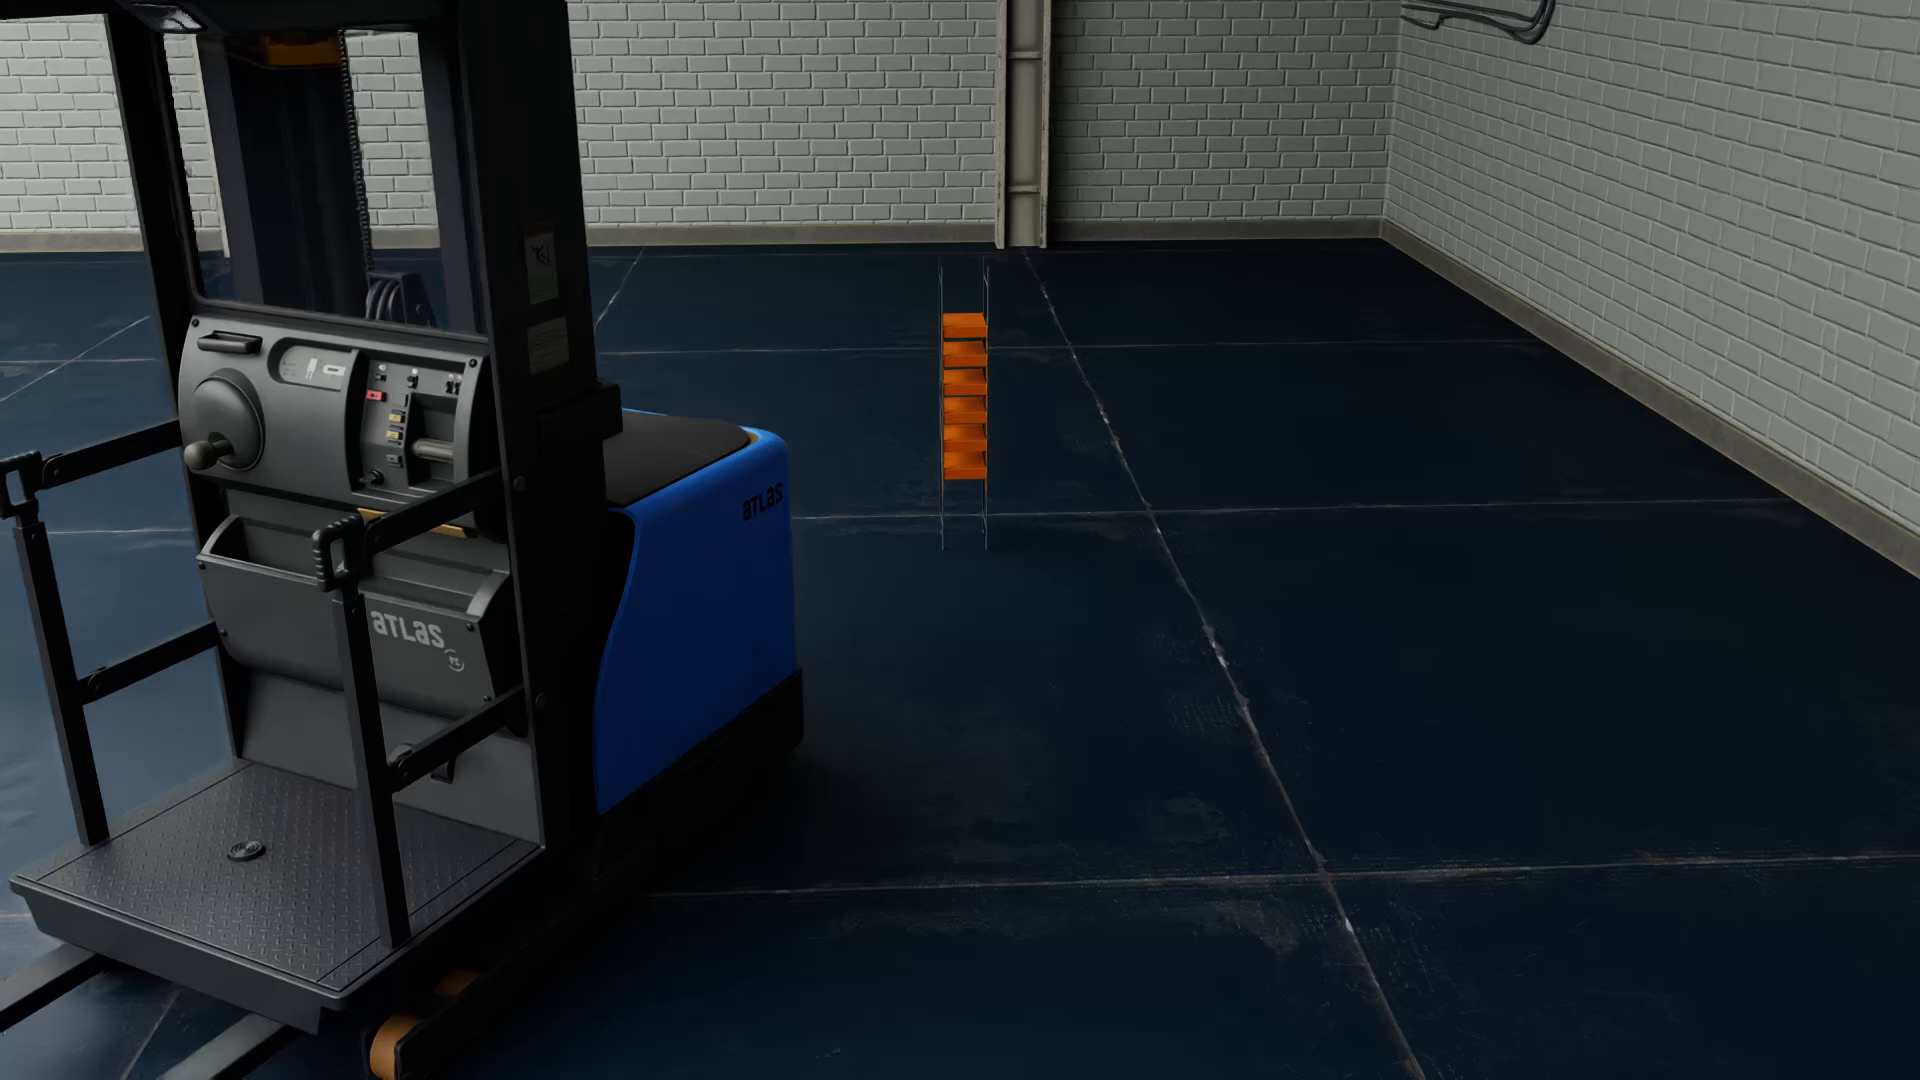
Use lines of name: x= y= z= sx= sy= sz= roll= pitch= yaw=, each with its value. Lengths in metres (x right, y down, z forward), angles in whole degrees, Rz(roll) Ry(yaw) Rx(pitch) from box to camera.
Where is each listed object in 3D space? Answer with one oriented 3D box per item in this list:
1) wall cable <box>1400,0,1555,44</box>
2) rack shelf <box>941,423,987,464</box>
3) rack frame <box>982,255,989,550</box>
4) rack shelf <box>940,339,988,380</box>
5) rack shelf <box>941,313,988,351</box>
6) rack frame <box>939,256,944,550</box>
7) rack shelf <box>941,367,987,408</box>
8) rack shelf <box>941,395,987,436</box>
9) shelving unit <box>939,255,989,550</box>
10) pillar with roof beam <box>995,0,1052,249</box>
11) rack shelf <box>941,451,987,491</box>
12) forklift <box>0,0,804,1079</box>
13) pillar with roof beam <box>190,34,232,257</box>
wall cable: x=3.504 y=-4.716 z=11.226 sx=0.112 sy=2.526 sz=3.097 roll=-1 pitch=21 yaw=-3
rack shelf: x=0.014 y=-0.407 z=6.967 sx=0.180 sy=0.103 sz=0.258 roll=-1 pitch=21 yaw=-3
rack frame: x=0.106 y=-0.563 z=6.913 sx=0.006 sy=1.200 sz=0.240 roll=-1 pitch=21 yaw=-3
rack shelf: x=0.014 y=-0.744 z=6.839 sx=0.180 sy=0.103 sz=0.258 roll=-1 pitch=21 yaw=-3
rack shelf: x=0.014 y=-0.856 z=6.796 sx=0.180 sy=0.103 sz=0.258 roll=-1 pitch=21 yaw=-3
rack frame: x=-0.077 y=-0.559 z=6.903 sx=0.006 sy=1.200 sz=0.240 roll=-1 pitch=21 yaw=-3
rack shelf: x=0.014 y=-0.632 z=6.881 sx=0.180 sy=0.103 sz=0.258 roll=-1 pitch=21 yaw=-3
rack shelf: x=0.014 y=-0.520 z=6.924 sx=0.180 sy=0.103 sz=0.258 roll=-1 pitch=21 yaw=-3
shelving unit: x=0.014 y=-0.561 z=6.908 sx=0.189 sy=1.200 sz=0.258 roll=-1 pitch=21 yaw=-3
pillar with roof beam: x=0.733 y=-5.048 z=7.733 sx=0.400 sy=9.000 sz=9.100 roll=-1 pitch=21 yaw=-3
rack shelf: x=0.014 y=-0.295 z=7.009 sx=0.180 sy=0.103 sz=0.258 roll=-1 pitch=21 yaw=-3
forklift: x=-1.596 y=-0.293 z=3.771 sx=1.130 sy=2.935 sz=3.031 roll=10 pitch=23 yaw=24
pillar with roof beam: x=-5.257 y=-4.926 z=7.413 sx=0.400 sy=9.000 sz=9.100 roll=-1 pitch=21 yaw=-3
